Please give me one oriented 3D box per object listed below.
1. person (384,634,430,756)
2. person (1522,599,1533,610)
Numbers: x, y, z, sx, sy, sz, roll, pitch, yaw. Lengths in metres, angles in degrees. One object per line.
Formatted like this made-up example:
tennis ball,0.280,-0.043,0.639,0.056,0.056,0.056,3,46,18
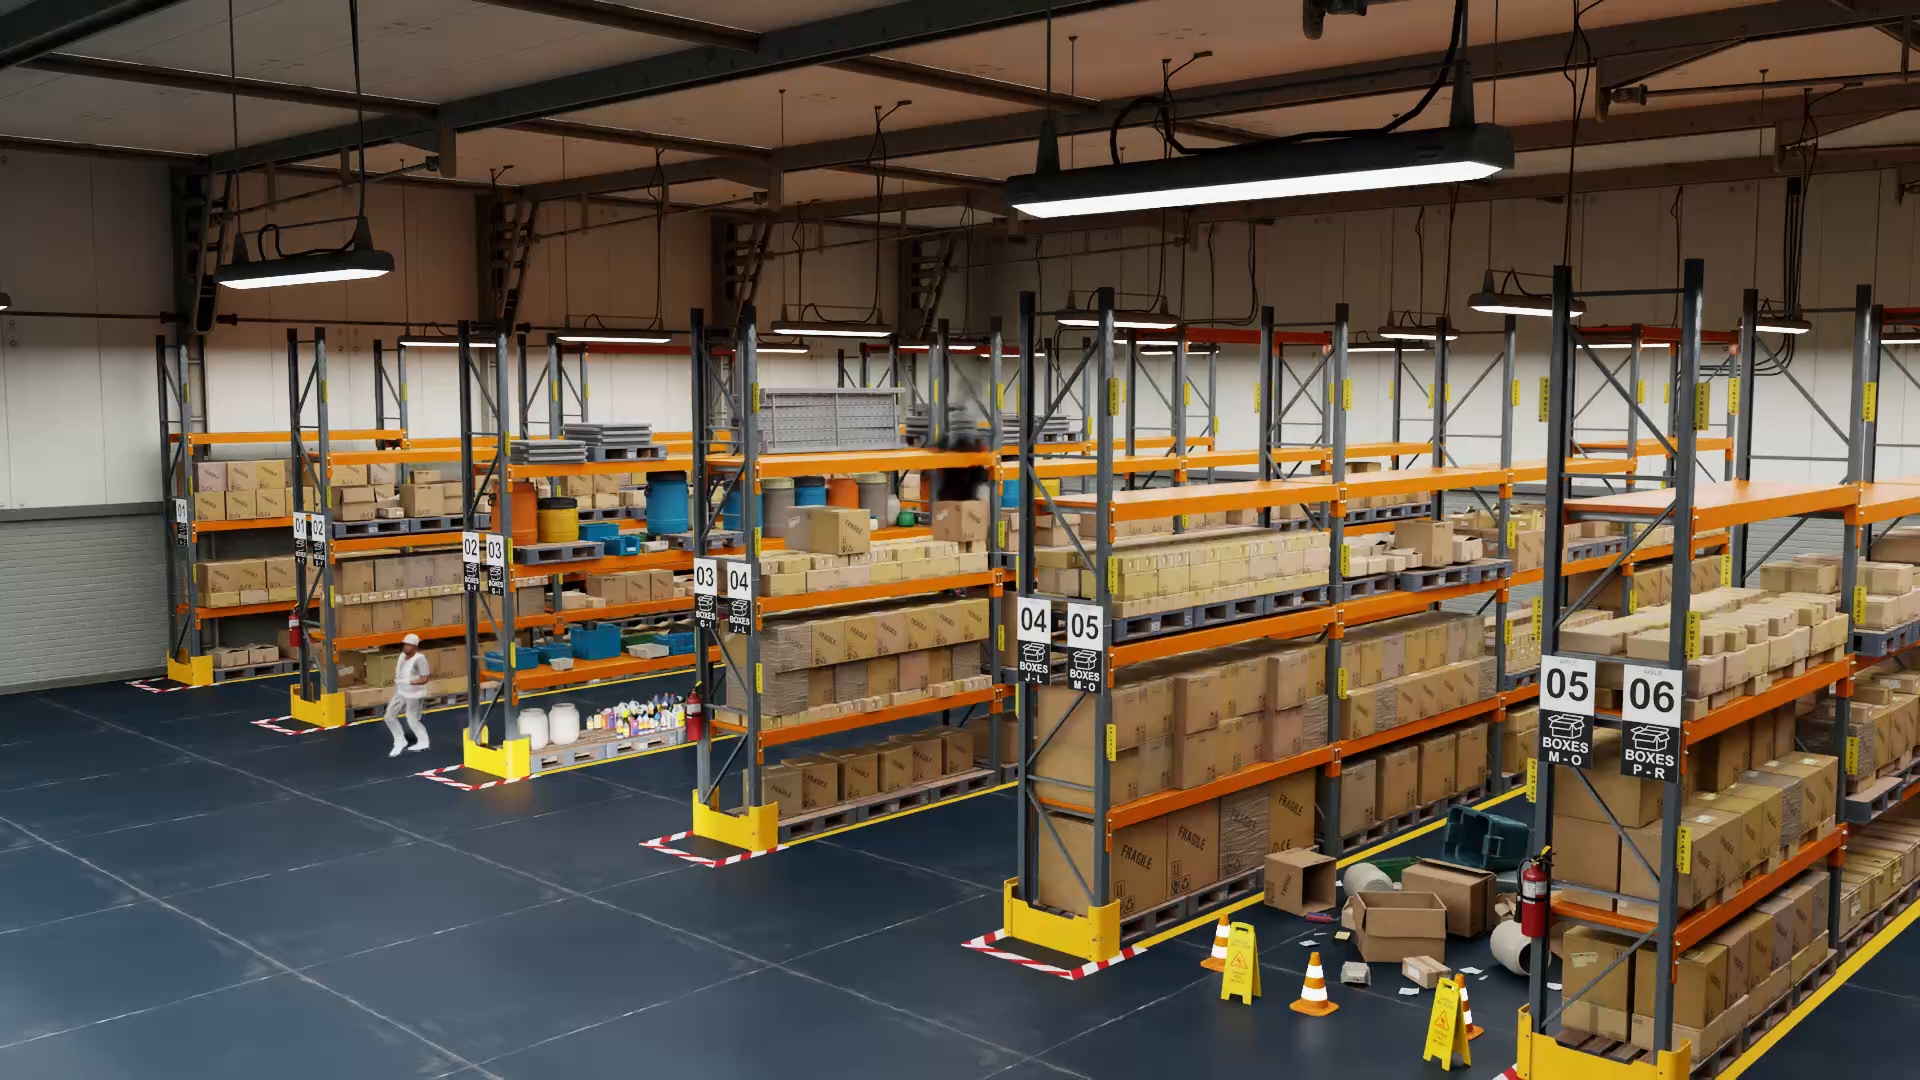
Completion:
person,-7.567,2.156,23.047,0.705,1.764,0.676,4,6,33
person,9.114,1.817,26.581,0.702,1.750,0.731,-5,7,-42
